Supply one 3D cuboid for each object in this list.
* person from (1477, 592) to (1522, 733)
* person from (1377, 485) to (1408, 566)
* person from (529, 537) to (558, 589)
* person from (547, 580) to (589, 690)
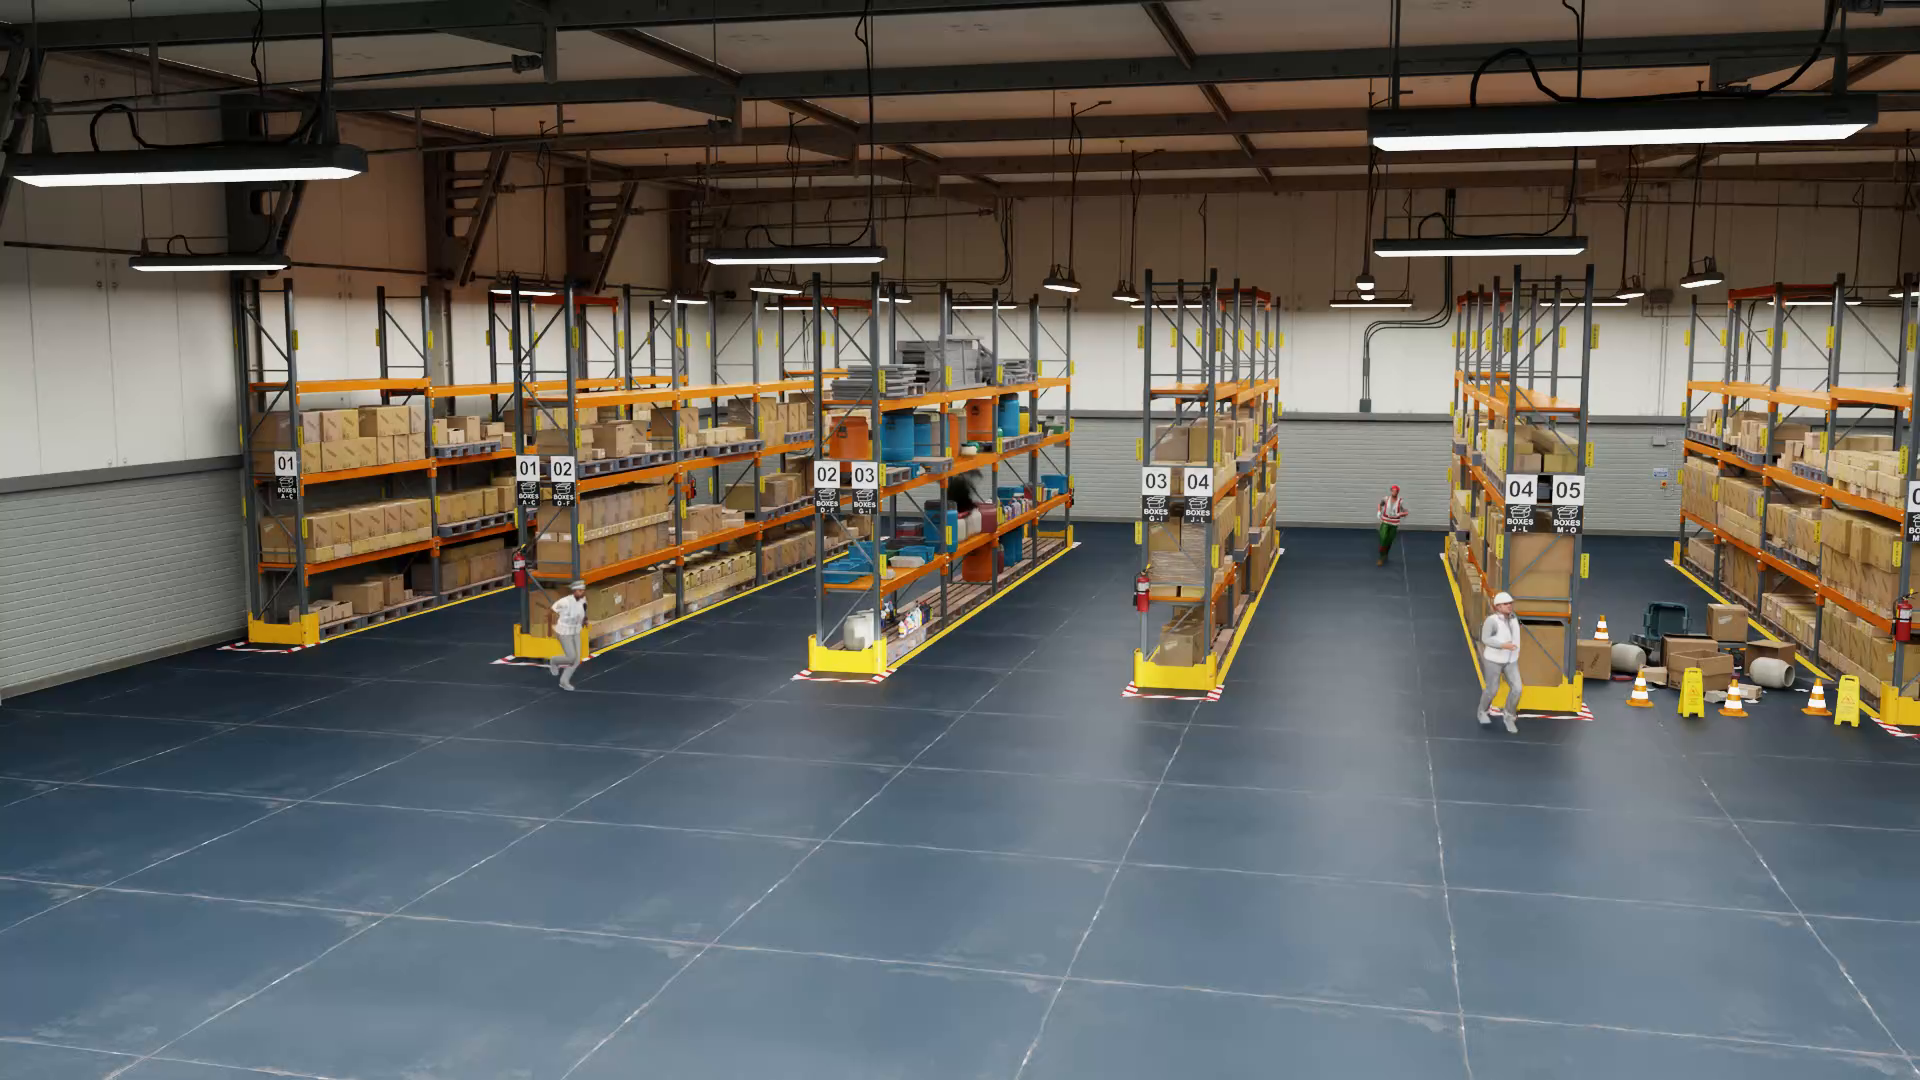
[{"bbox_3d":[6.983,1.586,21.398,0.677,1.850,0.744,-2,7,-17],"label":"person"},{"bbox_3d":[9.701,-0.342,37.329,0.686,1.805,0.920,2,7,17],"label":"person"},{"bbox_3d":[-7.433,0.535,30.025,0.709,1.762,0.945,0,7,2],"label":"person"},{"bbox_3d":[-5.619,1.359,23.940,0.694,1.617,0.563,4,8,30],"label":"person"}]
